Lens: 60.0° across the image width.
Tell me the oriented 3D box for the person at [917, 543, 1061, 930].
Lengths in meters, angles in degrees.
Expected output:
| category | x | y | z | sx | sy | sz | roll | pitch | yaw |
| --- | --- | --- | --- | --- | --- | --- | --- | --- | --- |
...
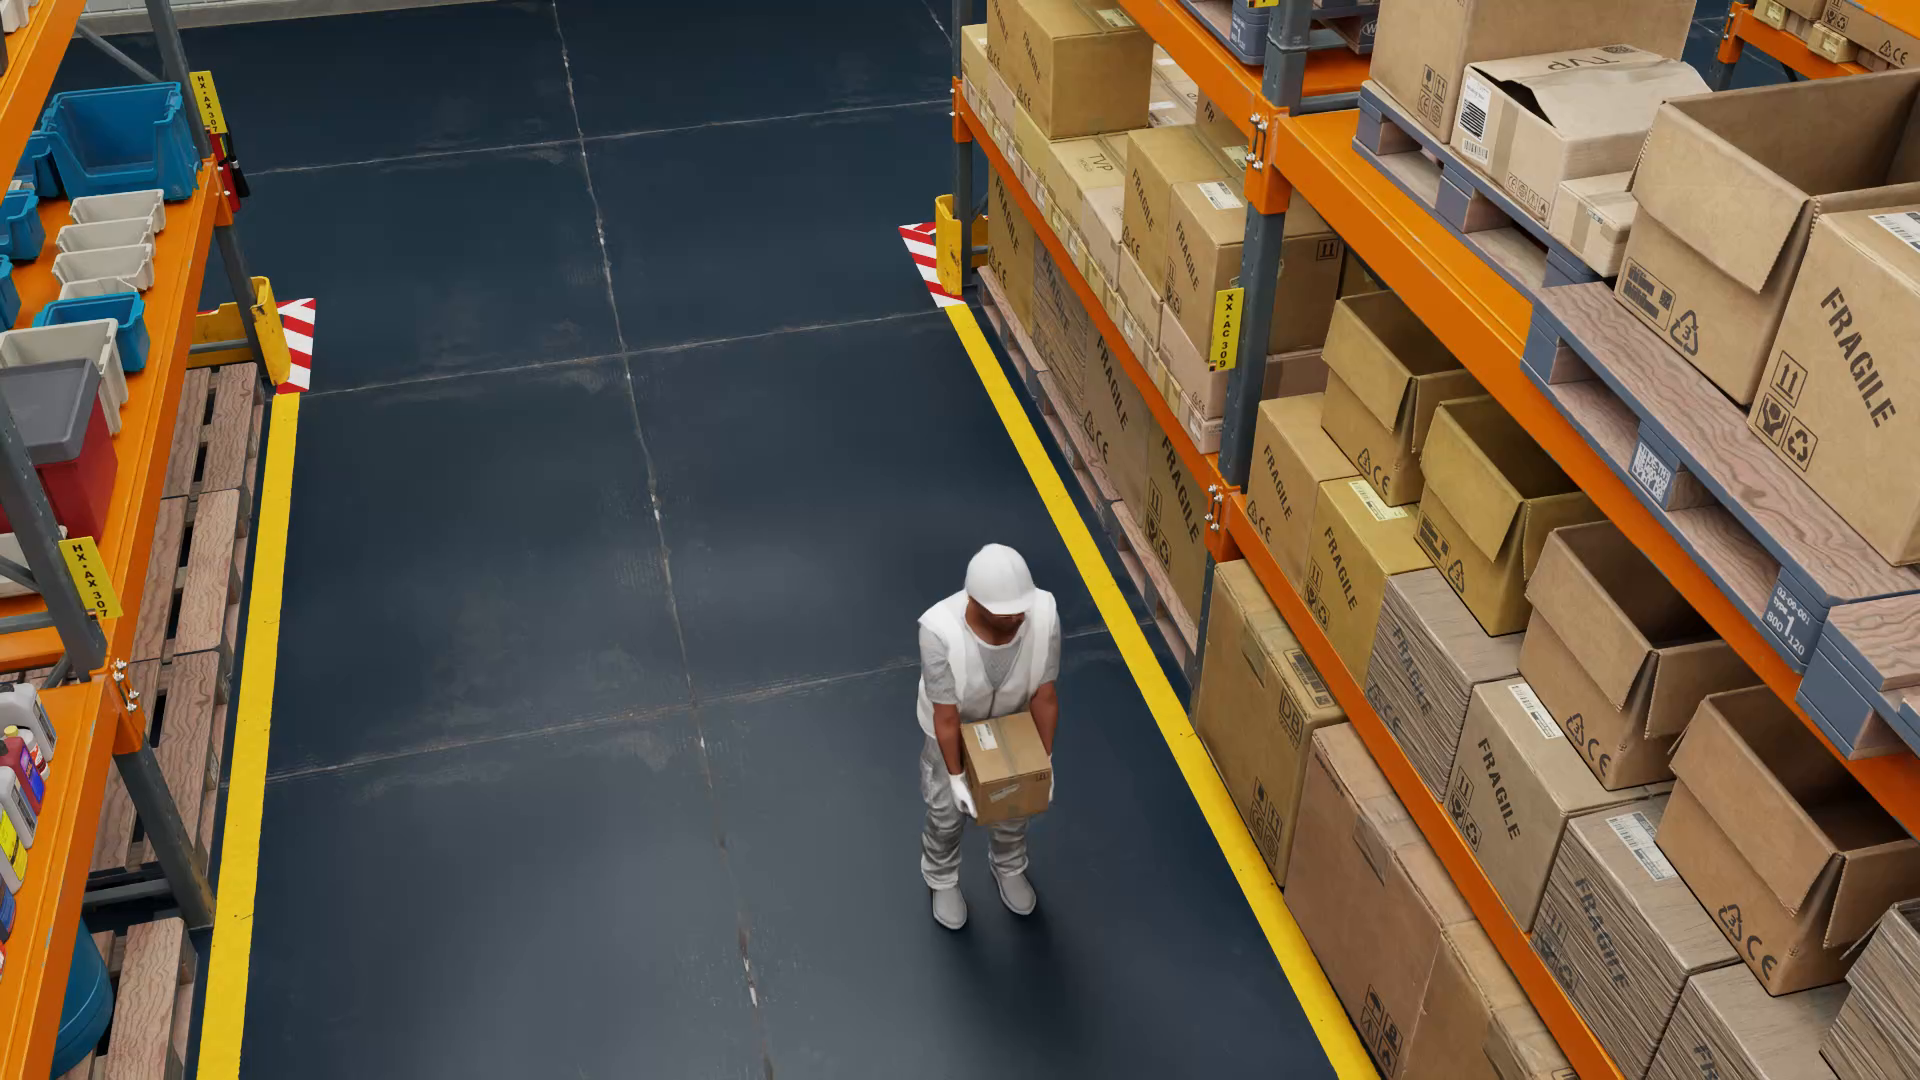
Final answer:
| category | x | y | z | sx | sy | sz | roll | pitch | yaw |
| --- | --- | --- | --- | --- | --- | --- | --- | --- | --- |
| person | 0.111 | 0.704 | 5.809 | 0.487 | 1.761 | 0.604 | -10 | 39 | -13 |
